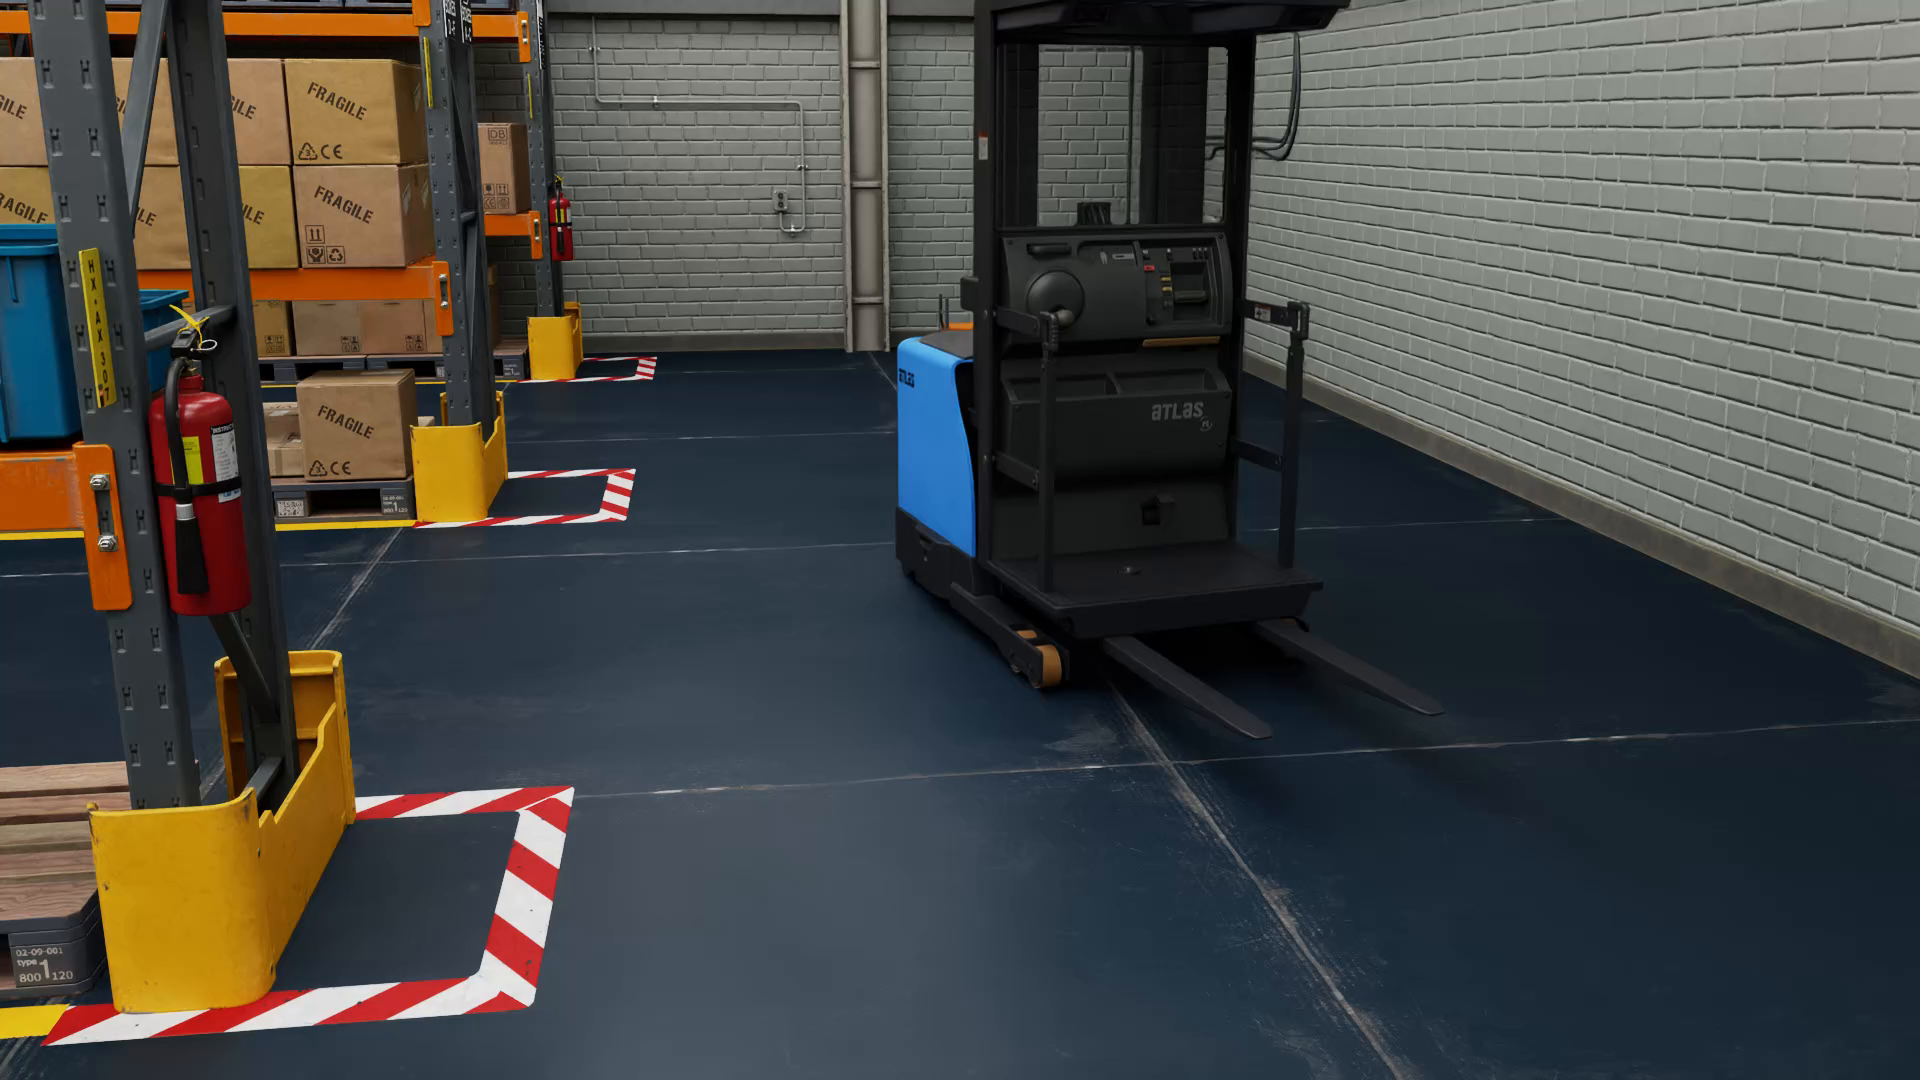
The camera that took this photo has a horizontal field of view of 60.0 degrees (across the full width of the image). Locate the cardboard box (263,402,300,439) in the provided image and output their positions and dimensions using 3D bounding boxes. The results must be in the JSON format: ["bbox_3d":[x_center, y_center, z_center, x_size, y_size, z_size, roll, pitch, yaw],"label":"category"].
[{"bbox_3d":[-3.718,-0.600,9.195,0.500,0.250,0.500,-2,14,-8],"label":"cardboard box"}]

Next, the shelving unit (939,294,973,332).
[{"bbox_3d":[0.164,-0.588,8.100,0.503,1.200,0.258,-2,14,-8],"label":"shelving unit"}]

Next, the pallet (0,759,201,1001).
[{"bbox_3d":[-2.731,0.875,4.298,1.213,0.211,1.003,-2,14,-8],"label":"pallet"}]

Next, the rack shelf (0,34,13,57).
[{"bbox_3d":[-9.319,-3.770,12.399,4.000,0.370,1.077,-2,14,-8],"label":"rack shelf"}]

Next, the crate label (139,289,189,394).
[{"bbox_3d":[-2.203,-0.516,4.334,0.303,0.233,0.416,-2,14,-8],"label":"crate label"}]

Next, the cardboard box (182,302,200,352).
[{"bbox_3d":[-6.089,-1.747,13.297,0.500,0.500,0.700,-2,14,-9],"label":"cardboard box"}]

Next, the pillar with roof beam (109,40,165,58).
[{"bbox_3d":[-6.136,-4.844,9.037,0.400,9.000,9.100,-2,14,-8],"label":"pillar with roof beam"}]

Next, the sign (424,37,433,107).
[{"bbox_3d":[-2.581,-2.270,8.078,0.005,0.325,0.100,-2,14,-8],"label":"sign"}]

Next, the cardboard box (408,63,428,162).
[{"bbox_3d":[-3.122,-2.270,8.847,0.500,0.500,0.500,-2,14,-7],"label":"cardboard box"}]

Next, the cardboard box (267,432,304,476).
[{"bbox_3d":[-3.559,-0.457,8.797,0.250,0.166,0.380,-2,14,-8],"label":"cardboard box"}]

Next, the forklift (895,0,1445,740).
[{"bbox_3d":[0.682,-0.989,6.139,1.130,2.935,3.031,-5,15,-19],"label":"forklift"}]

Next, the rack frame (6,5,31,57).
[{"bbox_3d":[-7.341,-2.736,12.965,0.127,3.000,1.000,-2,14,-8],"label":"rack frame"}]

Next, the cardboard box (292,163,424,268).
[{"bbox_3d":[-3.046,-1.656,8.454,0.500,0.500,0.500,-2,14,-7],"label":"cardboard box"}]

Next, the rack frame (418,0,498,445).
[{"bbox_3d":[-2.644,-1.690,8.792,0.127,3.000,1.000,-2,14,-8],"label":"rack frame"}]

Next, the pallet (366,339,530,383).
[{"bbox_3d":[-4.165,-1.481,13.692,1.213,0.211,1.003,-2,14,-8],"label":"pallet"}]

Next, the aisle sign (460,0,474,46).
[{"bbox_3d":[-2.620,-3.024,8.768,0.004,0.787,0.394,-2,14,-8],"label":"aisle sign"}]

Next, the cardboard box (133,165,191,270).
[{"bbox_3d":[-4.053,-1.620,8.309,0.500,0.500,0.500,-2,14,-8],"label":"cardboard box"}]

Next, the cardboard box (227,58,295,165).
[{"bbox_3d":[-3.542,-2.122,8.257,0.500,0.500,0.500,-2,14,-7],"label":"cardboard box"}]

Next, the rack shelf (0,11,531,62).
[{"bbox_3d":[-5.363,-3.914,12.977,4.000,0.370,1.077,-2,14,-8],"label":"rack shelf"}]

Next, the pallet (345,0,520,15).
[{"bbox_3d":[-4.118,-4.264,13.072,1.213,0.211,1.003,-2,14,-8],"label":"pallet"}]

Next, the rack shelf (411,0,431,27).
[{"bbox_3d":[-4.622,-2.723,8.226,4.000,0.370,1.077,-2,14,-8],"label":"rack shelf"}]

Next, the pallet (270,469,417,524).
[{"bbox_3d":[-3.507,-0.305,9.005,1.213,0.211,1.003,-2,14,-8],"label":"pallet"}]

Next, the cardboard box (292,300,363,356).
[{"bbox_3d":[-5.055,-1.786,13.453,0.500,0.500,0.700,-3,14,-10],"label":"cardboard box"}]

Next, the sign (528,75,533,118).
[{"bbox_3d":[-3.318,-3.426,12.851,0.005,0.325,0.100,-2,14,-8],"label":"sign"}]

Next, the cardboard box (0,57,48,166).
[{"bbox_3d":[-4.562,-2.084,8.103,0.500,0.500,0.500,-2,14,-7],"label":"cardboard box"}]

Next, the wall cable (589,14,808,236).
[{"bbox_3d":[-2.260,-3.648,14.512,1.851,1.984,0.084,-2,14,-8],"label":"wall cable"}]

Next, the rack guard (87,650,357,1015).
[{"bbox_3d":[-1.888,0.711,4.361,0.348,0.500,1.175,-2,14,-8],"label":"rack guard"}]

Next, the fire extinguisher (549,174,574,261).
[{"bbox_3d":[-3.168,-2.557,13.177,0.183,0.674,0.296,-2,14,-8],"label":"fire extinguisher"}]

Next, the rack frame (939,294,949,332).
[{"bbox_3d":[-0.078,-0.579,8.065,0.015,1.200,0.240,-2,14,-8],"label":"rack frame"}]

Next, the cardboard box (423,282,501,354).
[{"bbox_3d":[-4.063,-1.823,13.599,0.500,0.500,0.700,-2,14,-8],"label":"cardboard box"}]

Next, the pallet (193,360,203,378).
[{"bbox_3d":[-6.577,-1.392,13.339,1.213,0.211,1.003,-2,14,-8],"label":"pallet"}]
